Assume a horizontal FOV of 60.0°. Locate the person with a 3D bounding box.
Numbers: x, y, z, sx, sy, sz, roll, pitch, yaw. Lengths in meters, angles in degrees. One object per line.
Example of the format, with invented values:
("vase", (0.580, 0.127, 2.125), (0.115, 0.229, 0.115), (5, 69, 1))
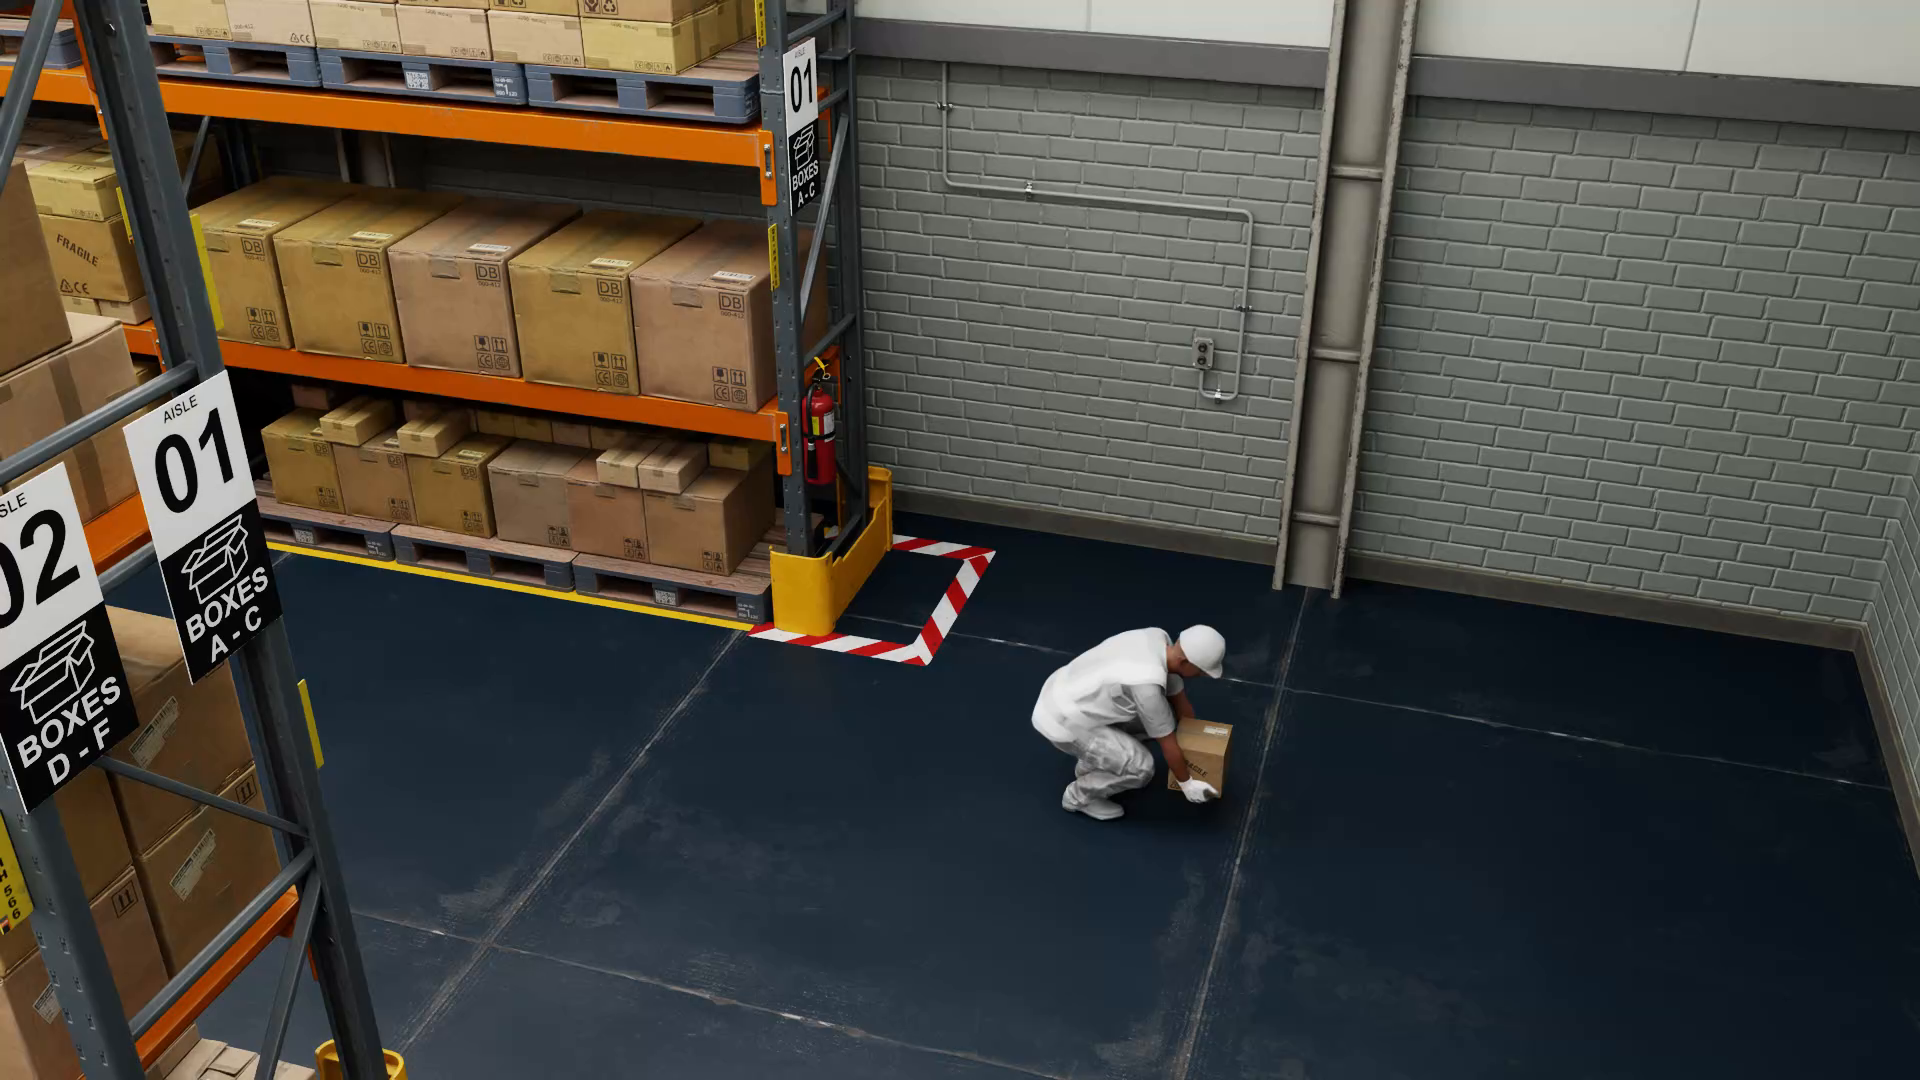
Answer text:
("person", (0.812, 0.812, 7.838), (0.915, 1.004, 0.560), (8, 30, 14))
